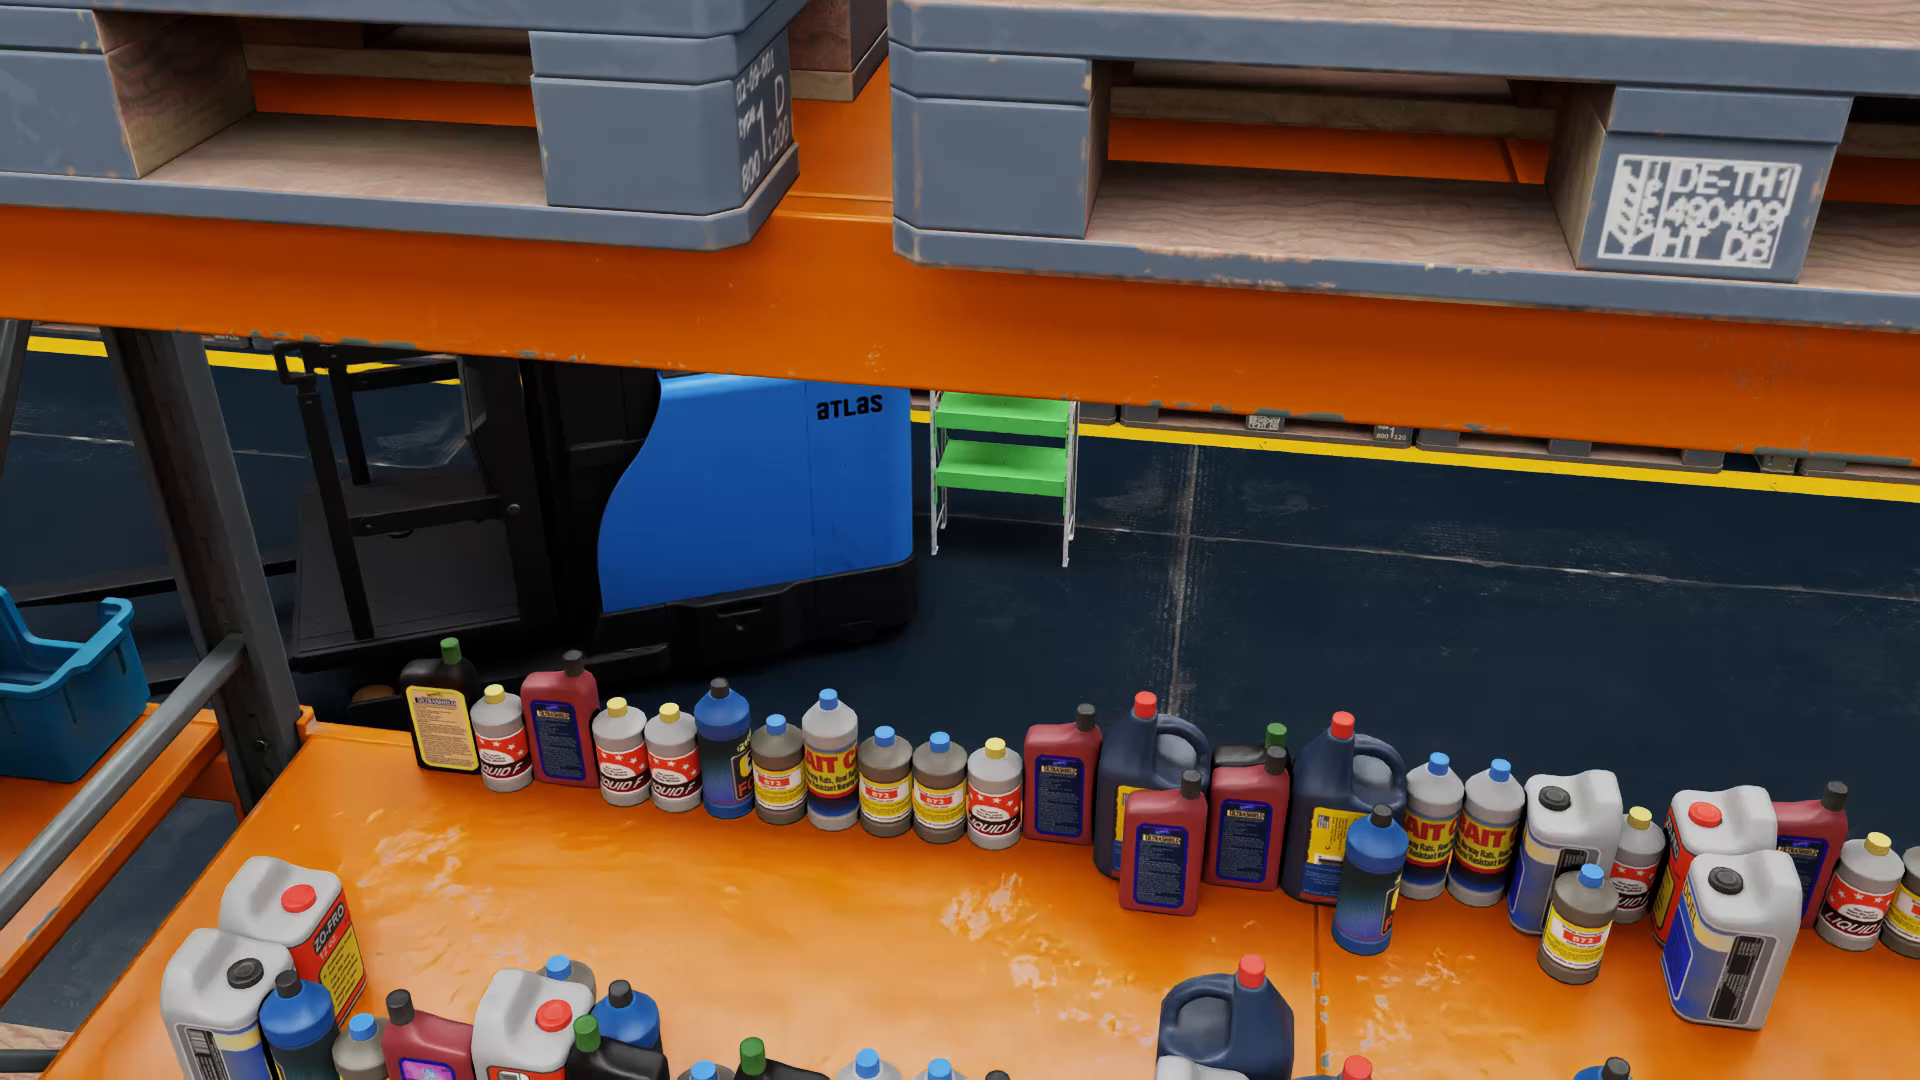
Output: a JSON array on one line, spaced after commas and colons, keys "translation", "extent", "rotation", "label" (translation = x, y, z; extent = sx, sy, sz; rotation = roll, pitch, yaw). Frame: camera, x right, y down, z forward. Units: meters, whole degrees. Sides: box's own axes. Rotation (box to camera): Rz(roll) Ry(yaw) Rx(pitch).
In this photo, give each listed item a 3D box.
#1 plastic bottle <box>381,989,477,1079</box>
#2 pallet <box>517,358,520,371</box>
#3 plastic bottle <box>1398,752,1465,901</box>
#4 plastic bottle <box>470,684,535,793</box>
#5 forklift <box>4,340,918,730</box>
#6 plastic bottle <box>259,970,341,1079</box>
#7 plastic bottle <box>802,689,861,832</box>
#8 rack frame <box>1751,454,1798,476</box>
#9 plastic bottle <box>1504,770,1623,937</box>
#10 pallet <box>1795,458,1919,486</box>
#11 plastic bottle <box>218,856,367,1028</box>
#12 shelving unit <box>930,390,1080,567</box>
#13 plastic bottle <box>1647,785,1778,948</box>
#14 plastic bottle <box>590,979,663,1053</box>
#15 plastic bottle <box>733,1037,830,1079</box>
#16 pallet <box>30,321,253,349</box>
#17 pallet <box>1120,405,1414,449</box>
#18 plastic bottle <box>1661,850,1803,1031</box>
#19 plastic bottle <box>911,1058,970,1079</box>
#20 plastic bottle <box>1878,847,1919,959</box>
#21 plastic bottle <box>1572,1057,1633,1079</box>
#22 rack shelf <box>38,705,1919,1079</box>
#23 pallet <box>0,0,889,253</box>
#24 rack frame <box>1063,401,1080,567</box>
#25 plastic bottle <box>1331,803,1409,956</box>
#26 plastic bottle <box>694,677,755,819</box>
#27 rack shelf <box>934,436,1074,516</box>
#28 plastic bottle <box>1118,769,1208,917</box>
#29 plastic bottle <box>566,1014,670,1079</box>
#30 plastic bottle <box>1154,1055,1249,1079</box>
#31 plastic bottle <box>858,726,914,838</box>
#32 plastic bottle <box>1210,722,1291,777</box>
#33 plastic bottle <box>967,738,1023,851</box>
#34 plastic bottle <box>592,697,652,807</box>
[{"translation": [-0.731, 0.748, 2.338], "extent": [0.133, 0.283, 0.061], "rotation": [5, 32, 8], "label": "plastic bottle"}, {"translation": [-1.387, -1.065, 7.752], "extent": [1.213, 0.211, 1.003], "rotation": [5, 32, 8], "label": "pallet"}, {"translation": [0.784, 0.472, 2.790], "extent": [0.097, 0.271, 0.097], "rotation": [0, 32, 0], "label": "plastic bottle"}, {"translation": [-0.838, 0.355, 3.043], "extent": [0.097, 0.201, 0.097], "rotation": [0, 32, 0], "label": "plastic bottle"}, {"translation": [-1.720, -0.933, 4.978], "extent": [3.031, 2.935, 1.130], "rotation": [-9, 33, -15], "label": "forklift"}, {"translation": [-0.938, 0.724, 2.387], "extent": [0.097, 0.271, 0.097], "rotation": [0, 32, 0], "label": "plastic bottle"}, {"translation": [-0.227, 0.380, 2.936], "extent": [0.097, 0.271, 0.097], "rotation": [0, 32, 0], "label": "plastic bottle"}, {"translation": [3.361, -1.796, 6.292], "extent": [0.127, 3.000, 1.000], "rotation": [5, 32, 8], "label": "rack frame"}, {"translation": [0.990, 0.503, 2.736], "extent": [0.135, 0.276, 0.152], "rotation": [5, 32, 8], "label": "plastic bottle"}, {"translation": [4.037, -0.552, 6.933], "extent": [1.213, 0.211, 1.003], "rotation": [5, 32, 8], "label": "pallet"}, {"translation": [-1.022, 0.618, 2.552], "extent": [0.135, 0.276, 0.152], "rotation": [5, 32, 8], "label": "plastic bottle"}, {"translation": [0.163, -0.494, 5.908], "extent": [0.503, 1.200, 0.258], "rotation": [5, 32, 8], "label": "shelving unit"}, {"translation": [1.219, 0.524, 2.703], "extent": [0.135, 0.276, 0.152], "rotation": [5, 32, 8], "label": "plastic bottle"}, {"translation": [-0.471, 0.734, 2.371], "extent": [0.097, 0.271, 0.097], "rotation": [0, 32, 0], "label": "plastic bottle"}, {"translation": [-0.239, 0.792, 2.267], "extent": [0.133, 0.283, 0.061], "rotation": [5, 32, 8], "label": "plastic bottle"}, {"translation": [-3.793, -1.282, 8.100], "extent": [1.213, 0.211, 1.003], "rotation": [5, 32, 8], "label": "pallet"}, {"translation": [1.346, -0.774, 7.288], "extent": [1.213, 0.211, 1.003], "rotation": [5, 32, 8], "label": "pallet"}, {"translation": [1.193, 0.604, 2.575], "extent": [0.135, 0.276, 0.152], "rotation": [5, 32, 8], "label": "plastic bottle"}, {"translation": [-0.027, 0.807, 2.255], "extent": [0.097, 0.271, 0.097], "rotation": [0, 32, 0], "label": "plastic bottle"}, {"translation": [1.565, 0.572, 2.696], "extent": [0.097, 0.201, 0.097], "rotation": [0, 32, 0], "label": "plastic bottle"}, {"translation": [0.865, 0.806, 2.257], "extent": [0.097, 0.271, 0.097], "rotation": [0, 32, 0], "label": "plastic bottle"}, {"translation": [0.552, 0.921, 2.629], "extent": [4.000, 0.370, 1.077], "rotation": [5, 32, 8], "label": "rack shelf"}, {"translation": [-0.682, -0.634, 1.787], "extent": [1.213, 0.211, 1.003], "rotation": [5, 32, 8], "label": "pallet"}, {"translation": [0.404, -0.472, 5.873], "extent": [0.015, 1.200, 0.240], "rotation": [5, 32, 8], "label": "rack frame"}, {"translation": [0.664, 0.539, 2.684], "extent": [0.097, 0.271, 0.097], "rotation": [0, 32, 0], "label": "plastic bottle"}, {"translation": [-0.419, 0.363, 2.964], "extent": [0.097, 0.271, 0.097], "rotation": [0, 32, 0], "label": "plastic bottle"}, {"translation": [0.163, -0.236, 6.069], "extent": [0.480, 0.148, 0.258], "rotation": [5, 32, 8], "label": "rack shelf"}, {"translation": [0.336, 0.494, 2.744], "extent": [0.133, 0.283, 0.061], "rotation": [5, 32, 8], "label": "plastic bottle"}, {"translation": [-0.467, 0.772, 2.300], "extent": [0.133, 0.283, 0.061], "rotation": [5, 32, 8], "label": "plastic bottle"}, {"translation": [0.320, 0.822, 2.227], "extent": [0.135, 0.276, 0.152], "rotation": [5, 32, 8], "label": "plastic bottle"}, {"translation": [-0.131, 0.419, 2.941], "extent": [0.097, 0.201, 0.097], "rotation": [0, 32, 0], "label": "plastic bottle"}, {"translation": [0.491, 0.430, 2.845], "extent": [0.133, 0.283, 0.061], "rotation": [5, 32, 8], "label": "plastic bottle"}, {"translation": [0.061, 0.436, 2.913], "extent": [0.097, 0.201, 0.097], "rotation": [0, 32, 0], "label": "plastic bottle"}, {"translation": [-0.611, 0.375, 3.011], "extent": [0.097, 0.201, 0.097], "rotation": [0, 32, 0], "label": "plastic bottle"}]
